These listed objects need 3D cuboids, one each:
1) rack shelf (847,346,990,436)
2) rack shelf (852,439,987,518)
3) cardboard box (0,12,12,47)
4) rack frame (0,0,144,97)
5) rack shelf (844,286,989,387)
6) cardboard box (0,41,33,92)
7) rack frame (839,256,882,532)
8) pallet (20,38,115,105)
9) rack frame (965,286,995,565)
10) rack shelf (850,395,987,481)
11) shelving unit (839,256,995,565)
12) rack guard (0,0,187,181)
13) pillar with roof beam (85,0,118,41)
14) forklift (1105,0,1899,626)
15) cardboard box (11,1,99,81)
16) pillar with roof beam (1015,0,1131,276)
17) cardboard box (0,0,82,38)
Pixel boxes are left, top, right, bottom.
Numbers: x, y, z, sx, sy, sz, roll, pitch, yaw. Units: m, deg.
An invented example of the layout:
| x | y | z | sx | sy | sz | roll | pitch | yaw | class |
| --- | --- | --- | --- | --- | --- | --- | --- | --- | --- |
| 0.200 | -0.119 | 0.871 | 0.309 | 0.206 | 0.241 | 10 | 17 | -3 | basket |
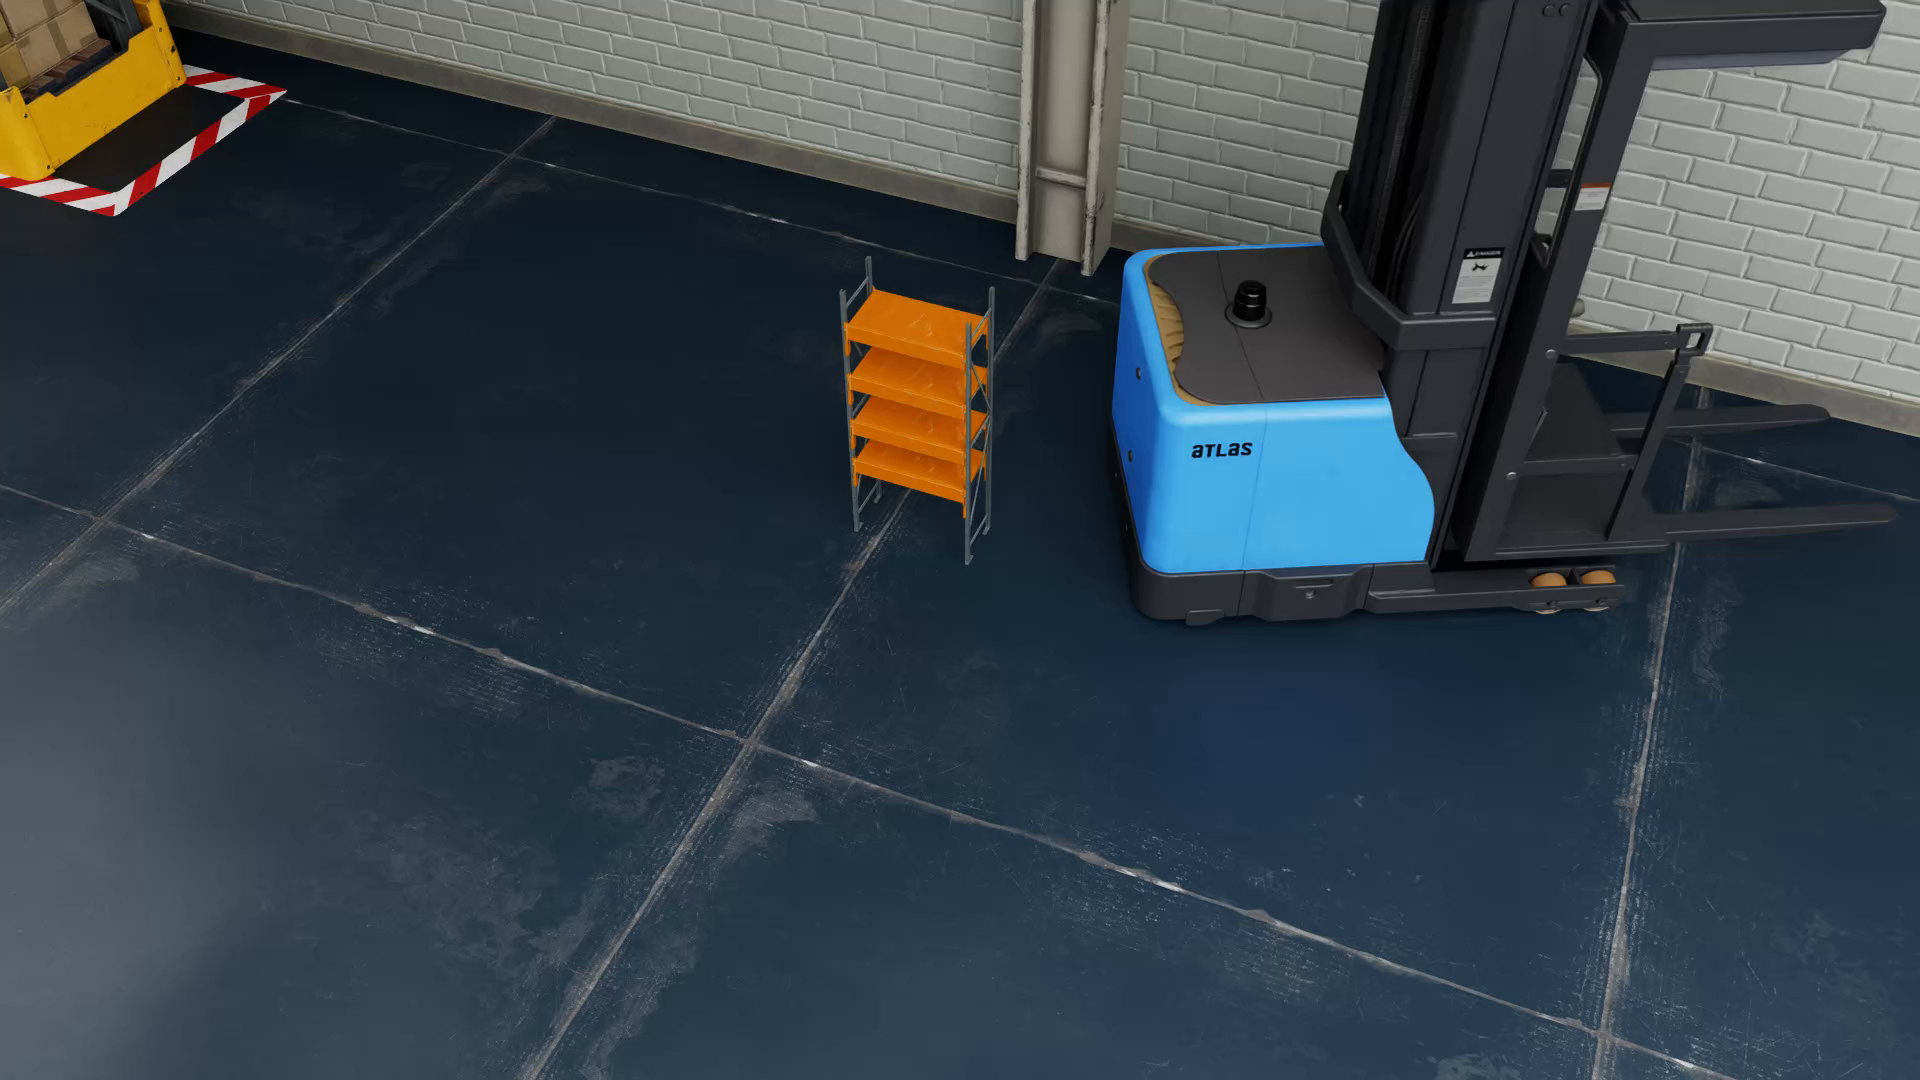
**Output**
| x | y | z | sx | sy | sz | roll | pitch | yaw | class |
| --- | --- | --- | --- | --- | --- | --- | --- | --- | --- |
| -0.153 | -0.581 | 6.262 | 0.480 | 0.148 | 0.258 | 16 | 47 | 16 | rack shelf |
| -0.153 | -0.282 | 6.559 | 0.480 | 0.148 | 0.258 | 16 | 47 | 16 | rack shelf |
| -5.301 | -2.622 | 8.556 | 0.500 | 0.250 | 0.500 | 16 | 47 | 15 | cardboard box |
| -4.732 | -3.342 | 7.983 | 0.127 | 3.000 | 1.000 | 16 | 47 | 16 | rack frame |
| -0.153 | -0.749 | 6.095 | 0.480 | 0.148 | 0.258 | 16 | 47 | 16 | rack shelf |
| -5.287 | -2.438 | 8.726 | 0.500 | 0.250 | 0.500 | 17 | 47 | 16 | cardboard box |
| -0.378 | -0.537 | 6.439 | 0.015 | 1.200 | 0.240 | 16 | 47 | 16 | rack frame |
| -5.453 | -2.534 | 9.147 | 1.213 | 0.211 | 1.003 | 16 | 47 | 16 | pallet |
| 0.072 | -0.404 | 6.305 | 0.015 | 1.200 | 0.240 | 16 | 47 | 16 | rack frame |
| -0.153 | -0.423 | 6.419 | 0.480 | 0.148 | 0.258 | 16 | 47 | 16 | rack shelf |
| -0.153 | -0.470 | 6.372 | 0.503 | 1.200 | 0.258 | 16 | 47 | 16 | shelving unit |
| -4.709 | -2.450 | 8.858 | 0.348 | 0.500 | 1.175 | 16 | 47 | 16 | rack guard |
| -6.685 | -3.442 | 3.830 | 0.400 | 9.000 | 9.100 | 16 | 47 | 16 | pillar with roof beam |
| 2.152 | -1.124 | 5.802 | 3.031 | 2.935 | 1.130 | -3 | 45 | -3 | forklift |
| -5.110 | -2.777 | 9.066 | 0.500 | 0.250 | 0.500 | 17 | 47 | 16 | cardboard box |
| -1.147 | -1.813 | 2.192 | 0.400 | 9.000 | 9.100 | 16 | 47 | 16 | pillar with roof beam |
| -5.086 | -2.957 | 8.892 | 0.500 | 0.250 | 0.500 | 17 | 47 | 17 | cardboard box |
